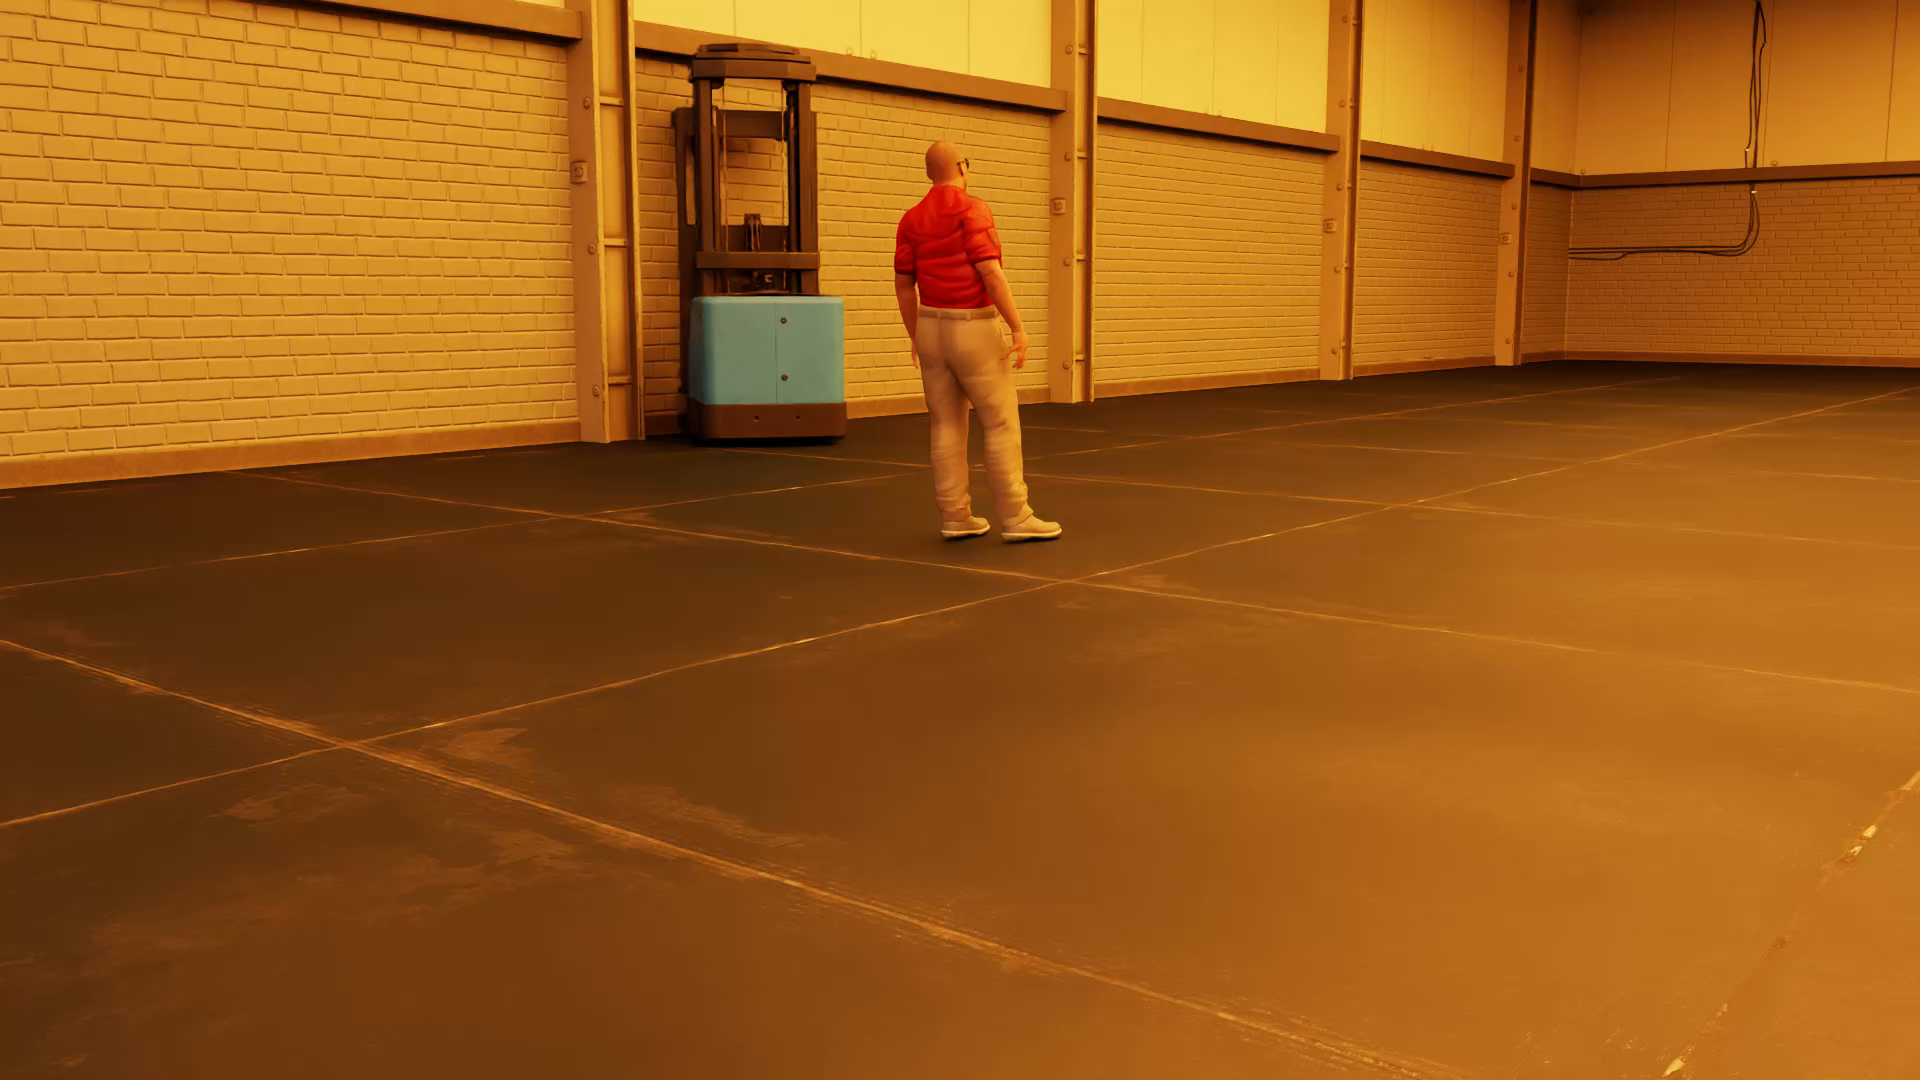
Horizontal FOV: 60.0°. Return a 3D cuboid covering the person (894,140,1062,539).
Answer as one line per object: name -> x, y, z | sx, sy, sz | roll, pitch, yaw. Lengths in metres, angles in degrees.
person -> 0.066, -0.871, 7.340 | 0.640, 1.727, 0.551 | 7, 11, 38

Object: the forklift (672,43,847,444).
forklift -> -1.715, -2.328, 13.190 | 1.130, 2.935, 3.031 | -2, 9, -15
